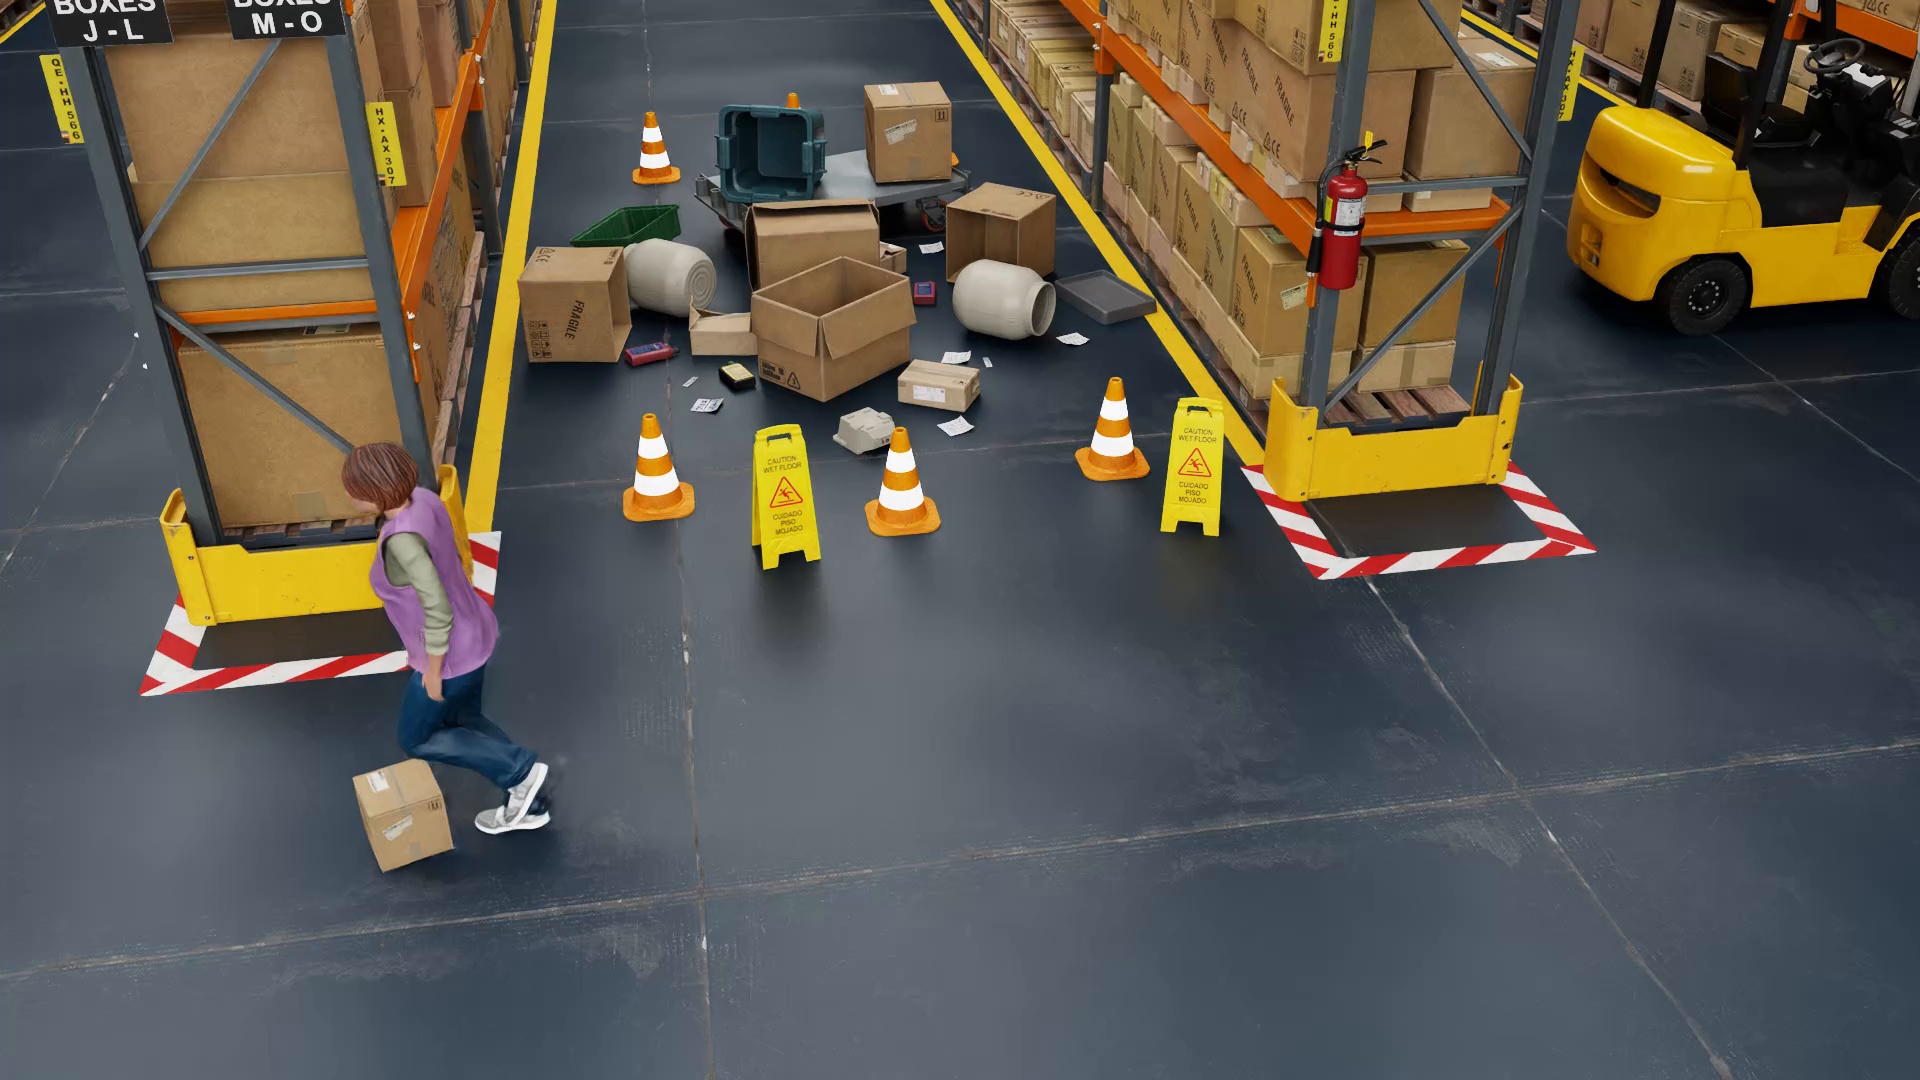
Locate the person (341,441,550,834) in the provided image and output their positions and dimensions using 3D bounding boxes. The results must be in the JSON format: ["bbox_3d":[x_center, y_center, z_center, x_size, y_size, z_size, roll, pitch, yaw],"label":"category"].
[{"bbox_3d":[-1.689,0.371,5.555,0.481,1.557,0.484,-2,31,-4],"label":"person"}]
